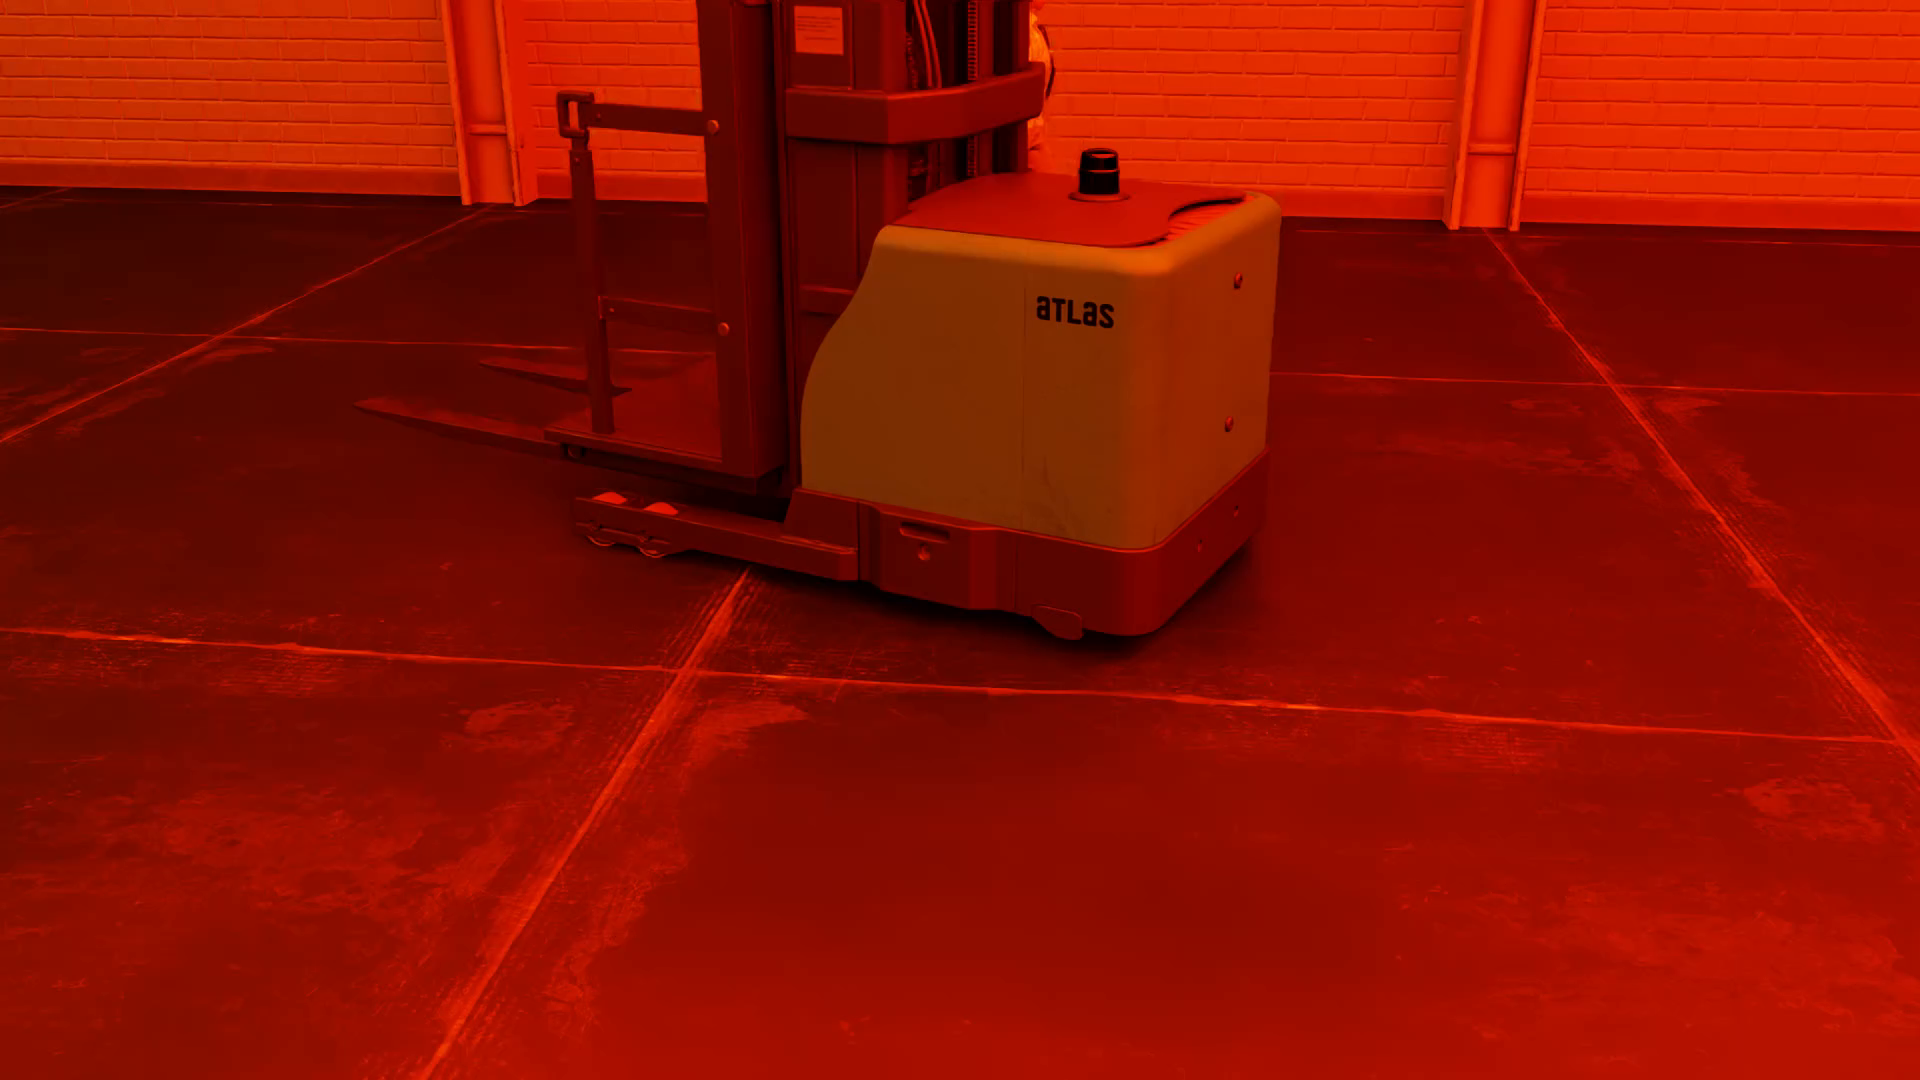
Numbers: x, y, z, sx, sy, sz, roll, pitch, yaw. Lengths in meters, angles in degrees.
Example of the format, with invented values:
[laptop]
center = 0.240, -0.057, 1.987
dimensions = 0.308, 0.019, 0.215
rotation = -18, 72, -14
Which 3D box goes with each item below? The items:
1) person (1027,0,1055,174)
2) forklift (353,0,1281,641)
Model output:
[person]
center = 0.182, -1.873, 7.680
dimensions = 0.421, 1.607, 0.793
rotation = 10, 24, 23
[forklift]
center = -0.608, -1.465, 4.892
dimensions = 3.031, 2.935, 1.130
rotation = 11, 25, 26
